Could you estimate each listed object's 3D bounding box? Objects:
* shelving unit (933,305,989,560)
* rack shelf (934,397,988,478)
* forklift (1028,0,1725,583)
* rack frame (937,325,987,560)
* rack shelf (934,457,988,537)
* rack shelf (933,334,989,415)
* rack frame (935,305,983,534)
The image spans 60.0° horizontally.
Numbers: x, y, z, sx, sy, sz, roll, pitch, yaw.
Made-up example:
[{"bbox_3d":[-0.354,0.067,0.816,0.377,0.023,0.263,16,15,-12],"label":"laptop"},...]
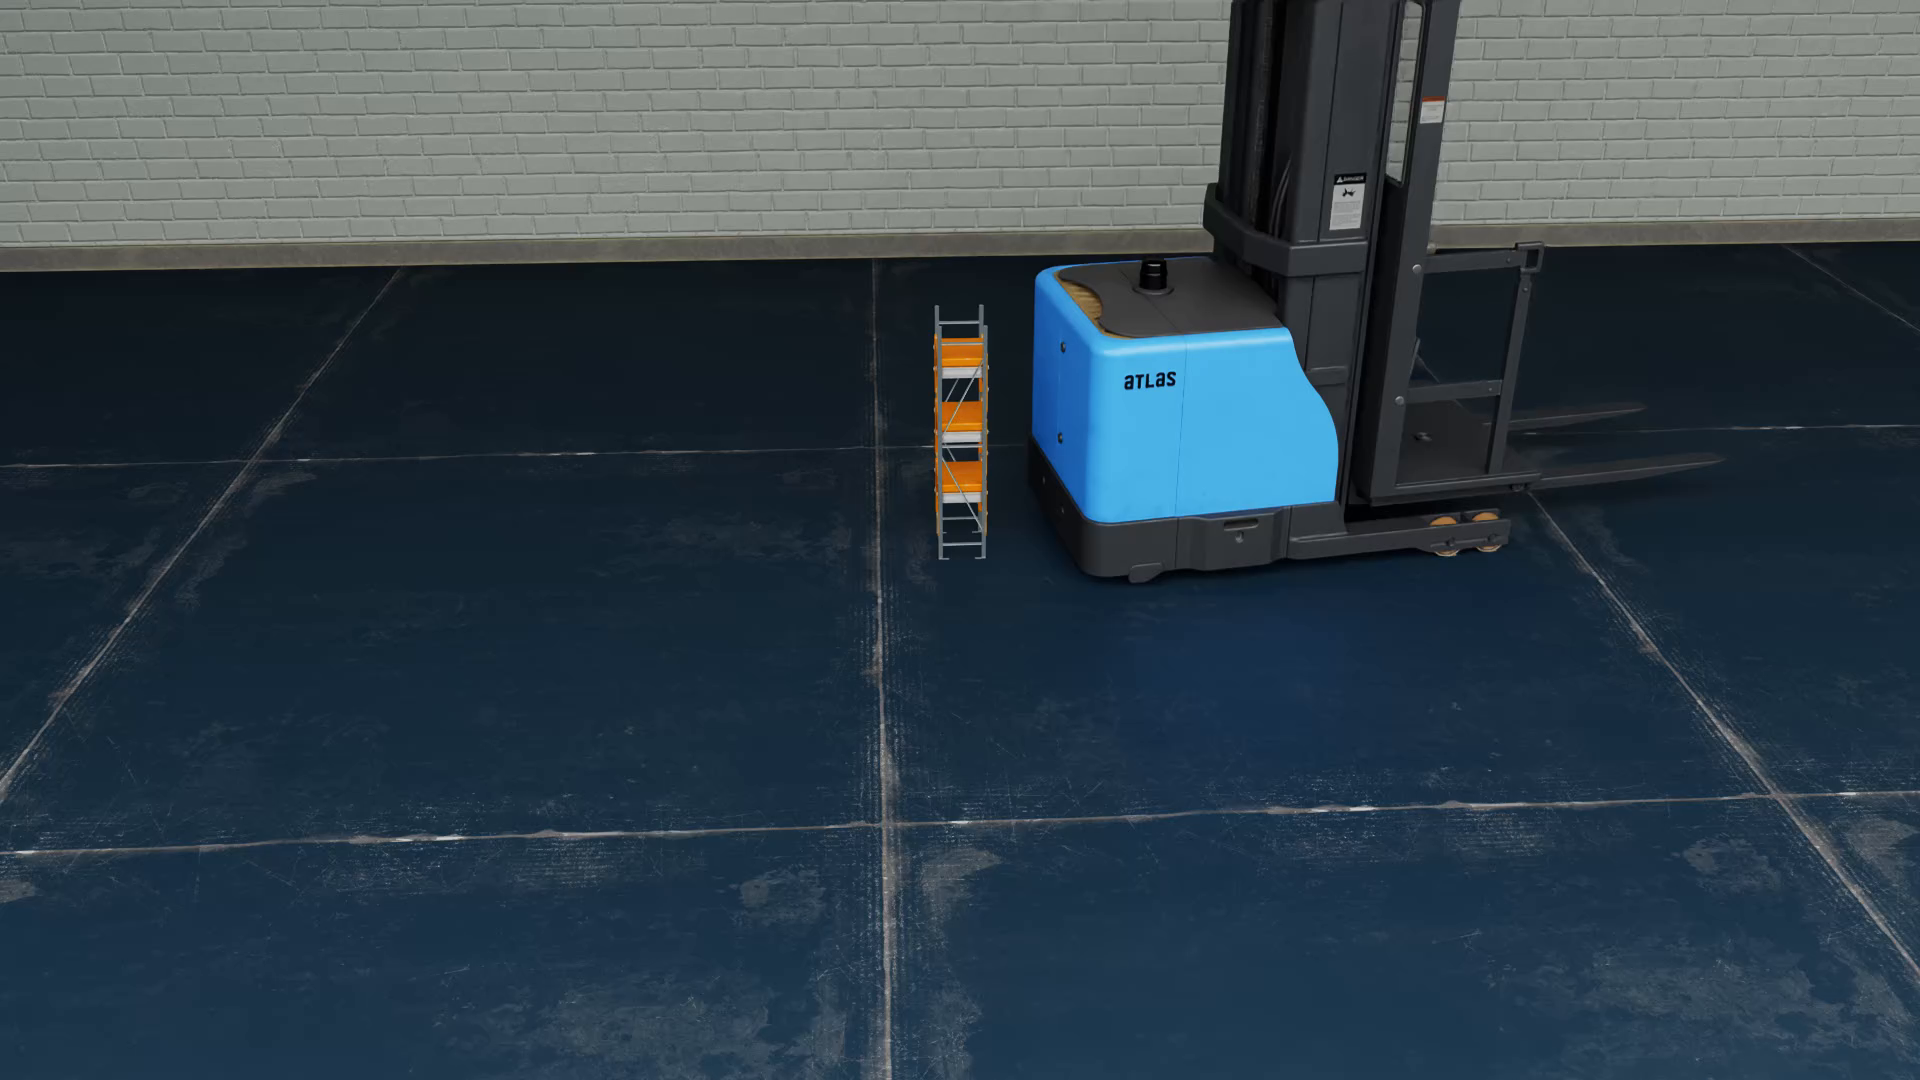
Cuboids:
[{"bbox_3d":[0.003,-0.441,6.960,0.215,1.050,0.252,-1,28,-3],"label":"shelving unit"},{"bbox_3d":[0.003,-0.431,6.965,0.215,0.259,0.240,-1,28,-3],"label":"rack shelf"},{"bbox_3d":[1.882,-1.461,6.882,3.031,2.935,1.130,-6,28,-11],"label":"forklift"},{"bbox_3d":[0.009,-0.384,6.852,0.200,1.050,0.008,-1,28,-3],"label":"rack frame"},{"bbox_3d":[0.003,-0.185,7.093,0.215,0.259,0.240,-1,28,-3],"label":"rack shelf"},{"bbox_3d":[0.003,-0.683,6.834,0.215,0.259,0.240,-1,28,-3],"label":"rack shelf"},{"bbox_3d":[-0.004,-0.497,7.068,0.200,1.050,0.008,-1,28,-3],"label":"rack frame"}]
